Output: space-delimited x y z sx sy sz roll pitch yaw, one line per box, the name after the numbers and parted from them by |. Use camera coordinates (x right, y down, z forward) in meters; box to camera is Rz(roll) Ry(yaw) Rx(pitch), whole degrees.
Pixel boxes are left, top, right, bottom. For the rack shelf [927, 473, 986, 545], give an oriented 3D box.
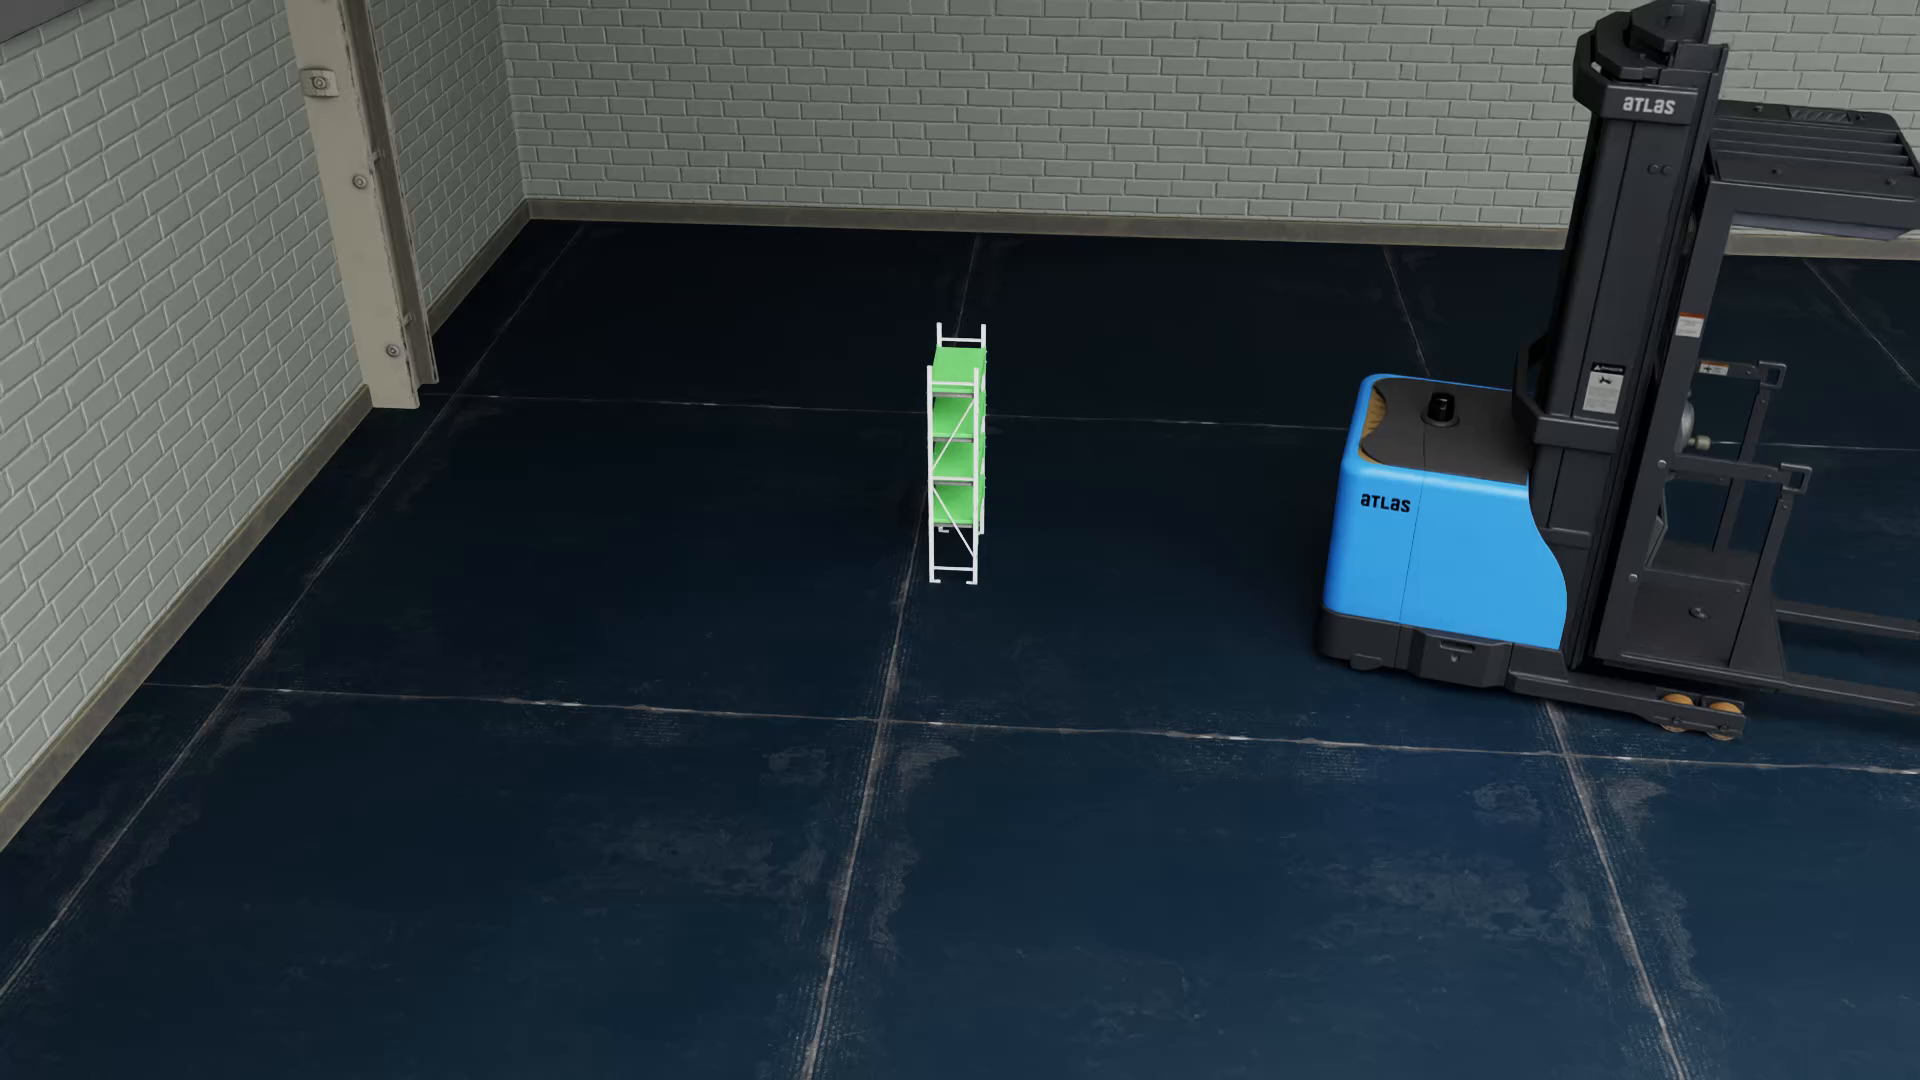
-0.013 -0.166 8.454 0.258 0.148 0.480 2 32 4 | rack shelf

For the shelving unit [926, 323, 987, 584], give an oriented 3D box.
-0.013 -0.424 8.295 0.258 1.200 0.503 2 32 4 | shelving unit

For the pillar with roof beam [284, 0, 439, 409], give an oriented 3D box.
0.875 -4.549 7.555 9.100 9.000 0.400 2 32 4 | pillar with roof beam

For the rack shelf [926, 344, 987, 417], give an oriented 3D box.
-0.013 -0.778 8.076 0.258 0.148 0.480 2 32 4 | rack shelf

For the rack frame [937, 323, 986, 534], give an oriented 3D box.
0.006 -0.552 8.502 0.240 1.200 0.015 2 32 4 | rack frame

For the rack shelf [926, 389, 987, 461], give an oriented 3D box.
-0.013 -0.574 8.202 0.258 0.148 0.480 2 32 4 | rack shelf

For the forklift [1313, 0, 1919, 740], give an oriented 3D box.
3.238 -0.680 7.060 3.031 2.935 1.130 9 33 15 | forklift

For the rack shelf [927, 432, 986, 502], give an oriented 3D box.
-0.013 -0.370 8.328 0.258 0.148 0.480 2 32 4 | rack shelf

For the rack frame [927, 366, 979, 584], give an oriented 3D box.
-0.033 -0.297 8.088 0.240 1.200 0.015 2 32 4 | rack frame
